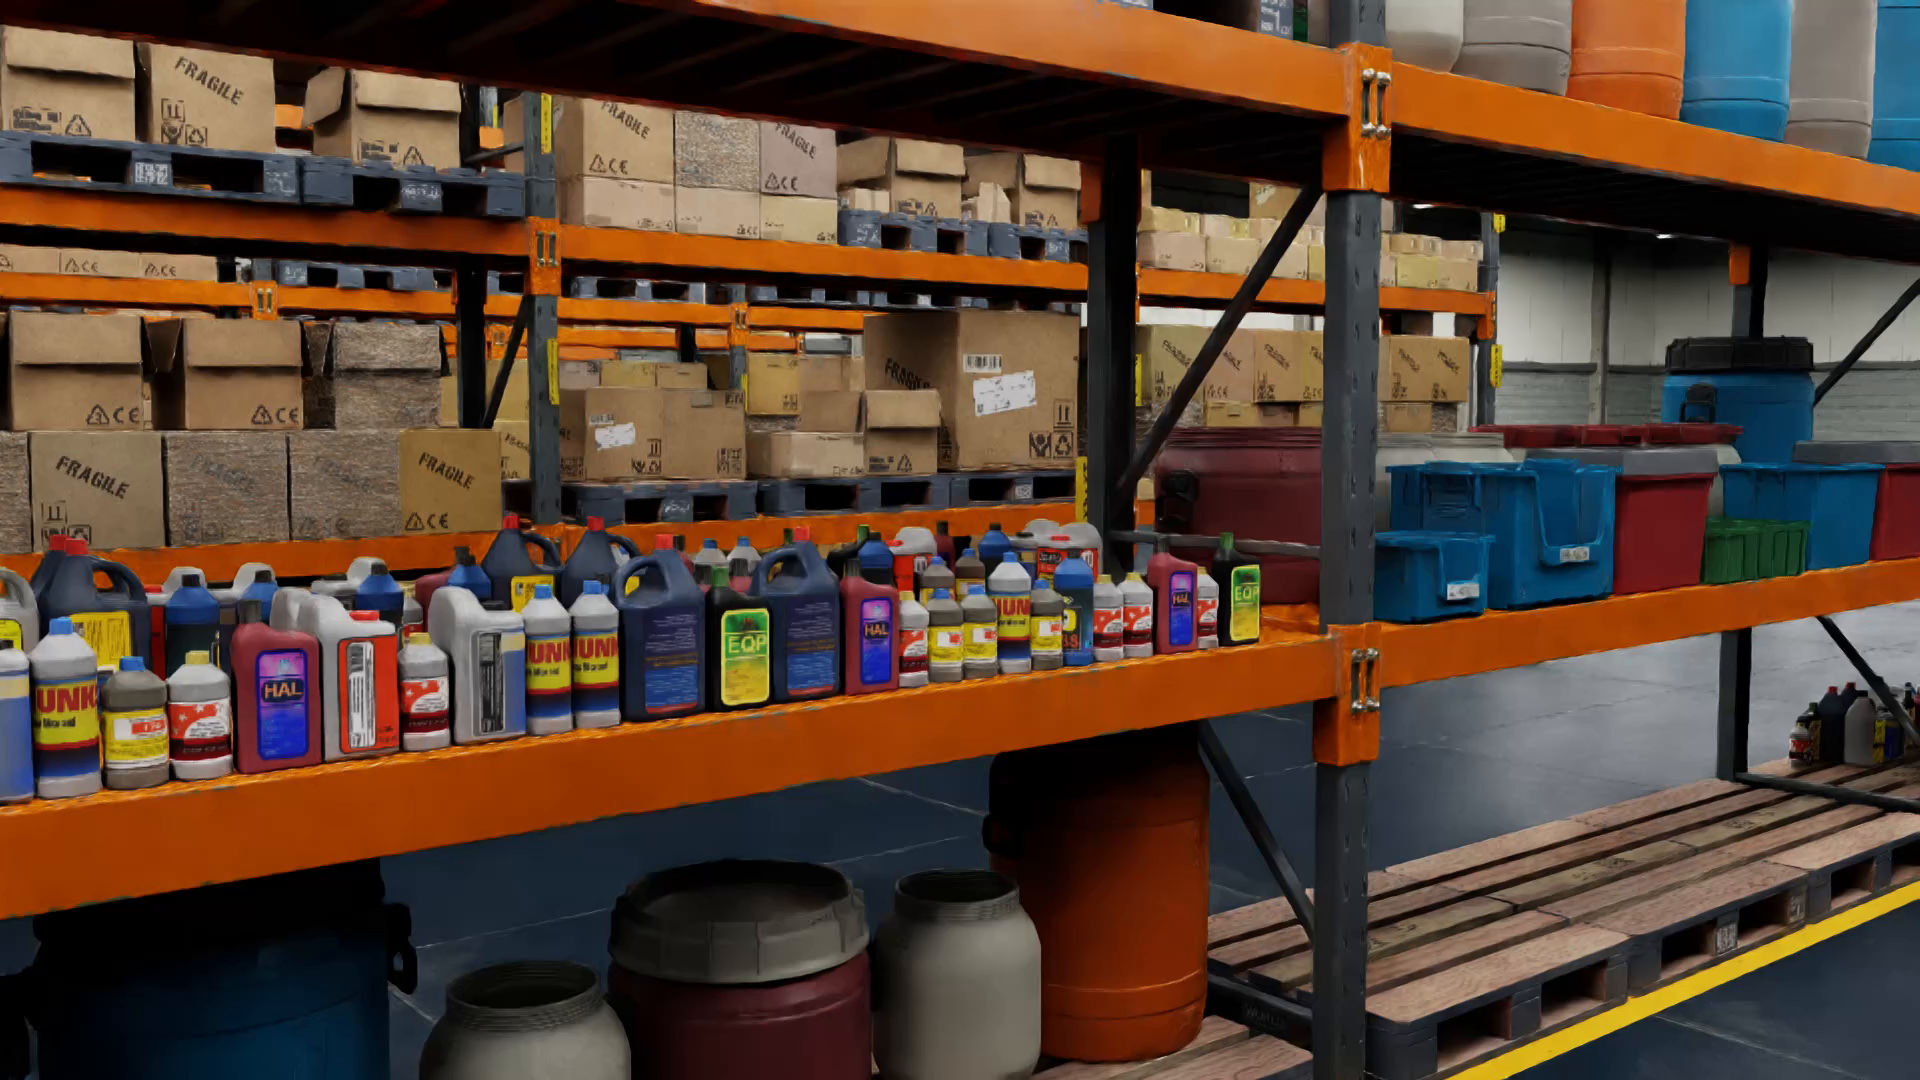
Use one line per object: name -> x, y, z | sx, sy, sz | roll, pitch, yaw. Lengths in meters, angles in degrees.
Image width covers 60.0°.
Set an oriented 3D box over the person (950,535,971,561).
person -> -0.023, -0.052, 14.734 | 0.429, 1.571, 0.566 | 3, 6, 36
